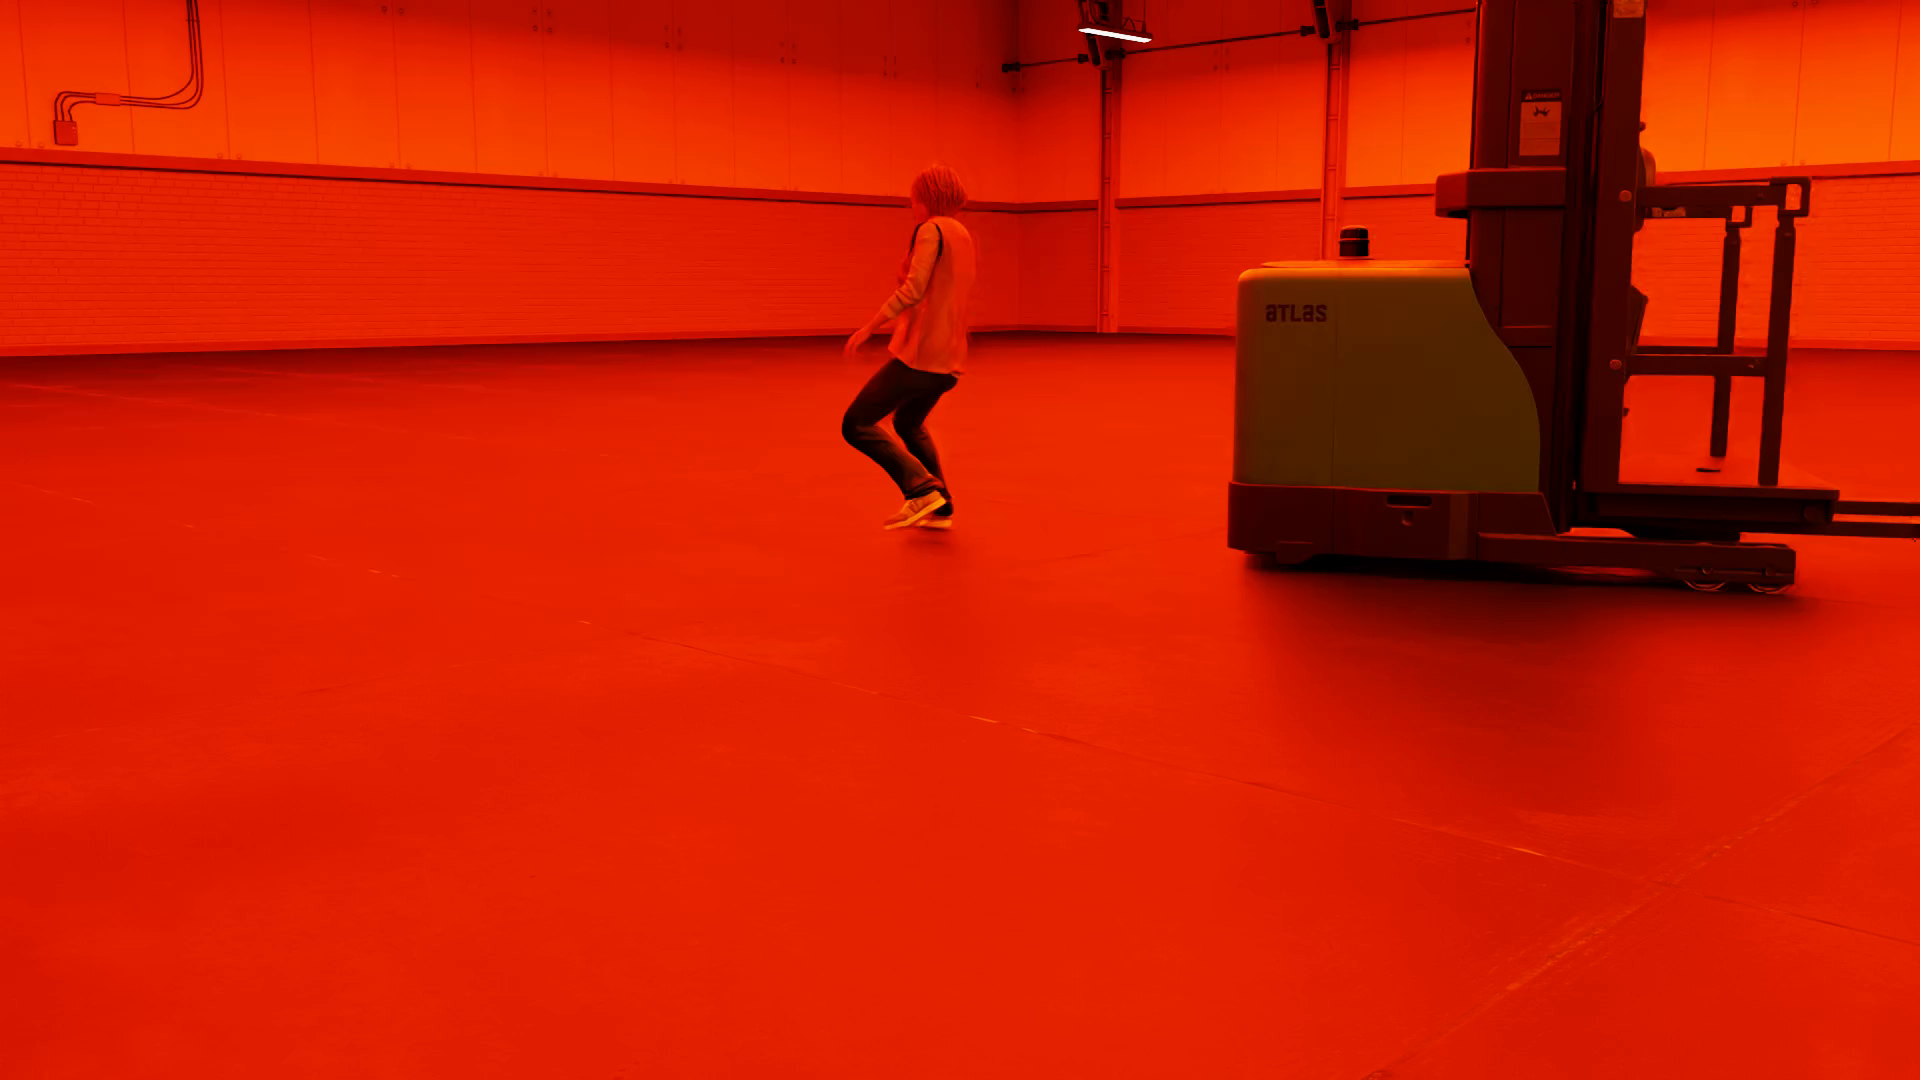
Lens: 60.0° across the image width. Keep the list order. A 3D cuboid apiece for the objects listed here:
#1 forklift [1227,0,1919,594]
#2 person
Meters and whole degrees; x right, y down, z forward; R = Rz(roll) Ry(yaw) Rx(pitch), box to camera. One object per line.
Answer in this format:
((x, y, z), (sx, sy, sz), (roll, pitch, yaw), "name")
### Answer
((2.551, -1.357, 5.883), (3.031, 2.935, 1.130), (2, 9, 15), "forklift")
((-0.187, -0.747, 6.677), (0.514, 1.480, 0.684), (4, 9, 24), "person")
